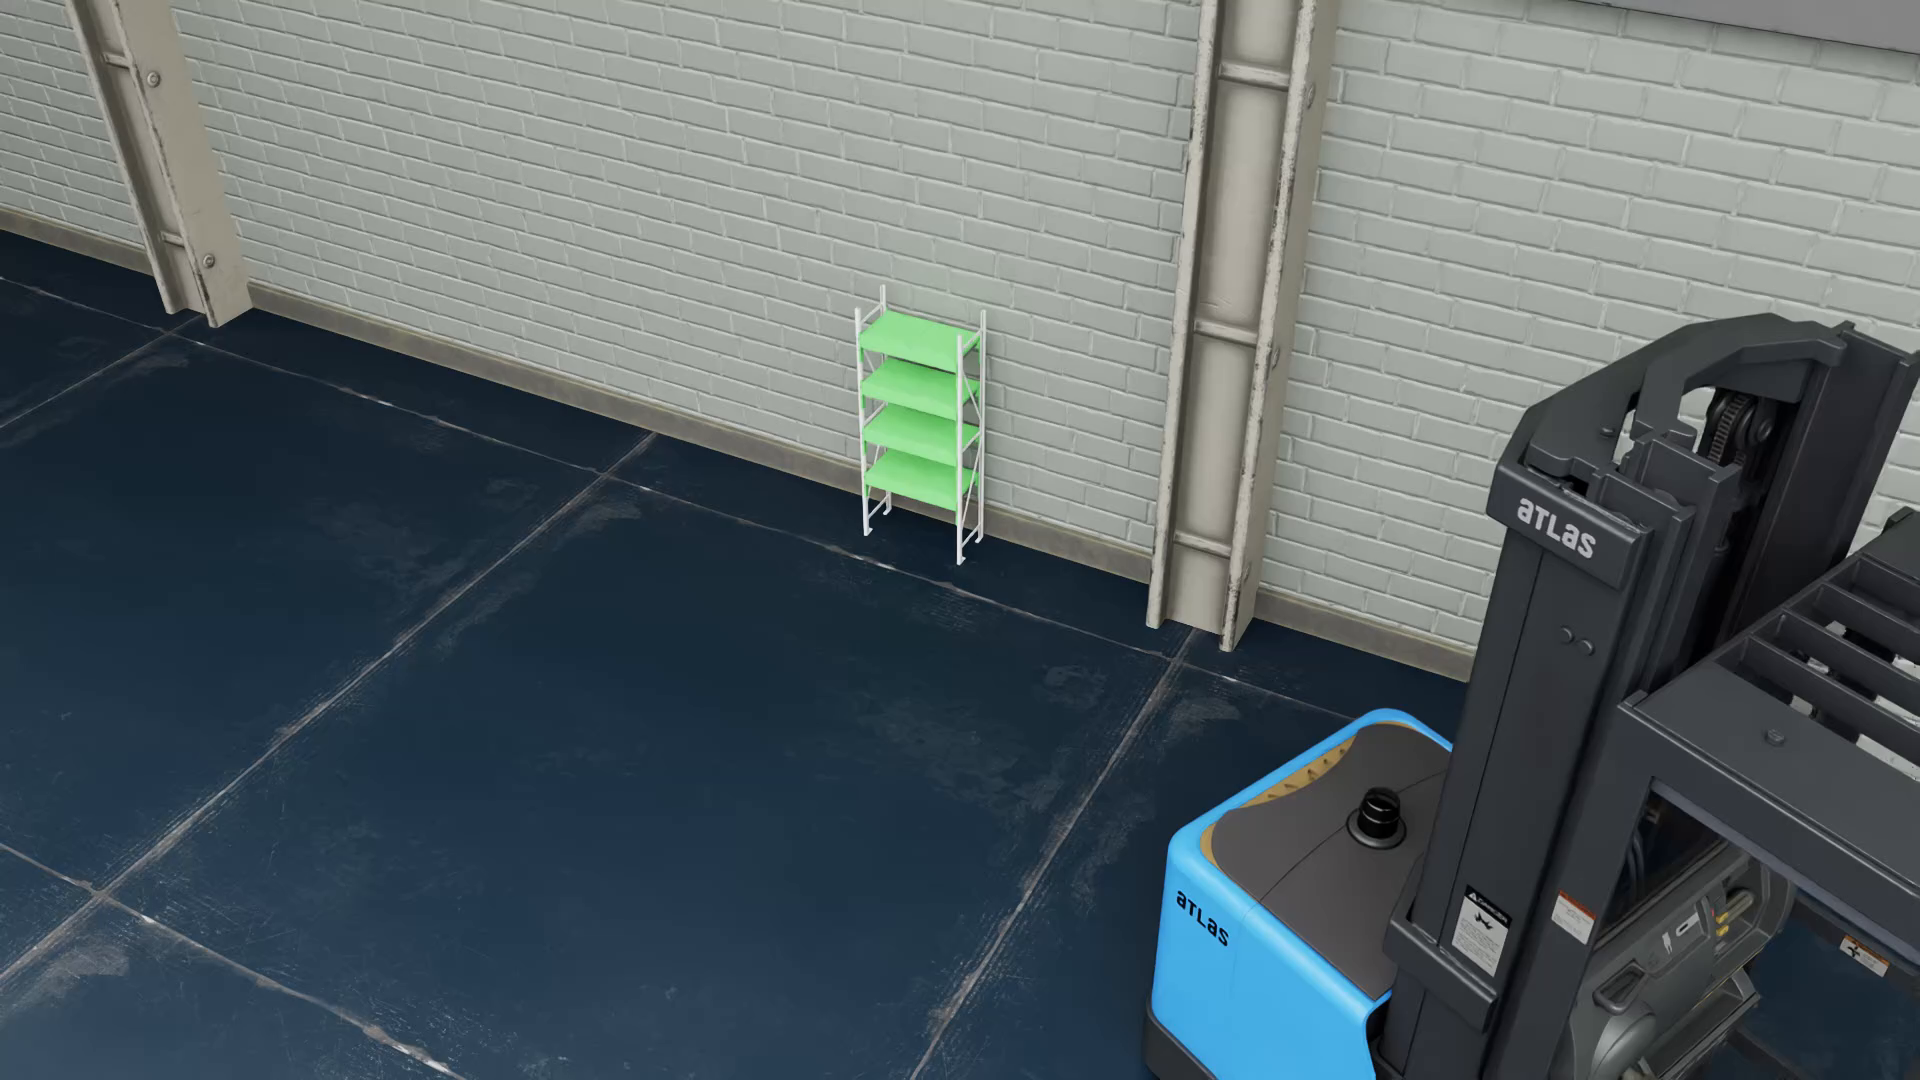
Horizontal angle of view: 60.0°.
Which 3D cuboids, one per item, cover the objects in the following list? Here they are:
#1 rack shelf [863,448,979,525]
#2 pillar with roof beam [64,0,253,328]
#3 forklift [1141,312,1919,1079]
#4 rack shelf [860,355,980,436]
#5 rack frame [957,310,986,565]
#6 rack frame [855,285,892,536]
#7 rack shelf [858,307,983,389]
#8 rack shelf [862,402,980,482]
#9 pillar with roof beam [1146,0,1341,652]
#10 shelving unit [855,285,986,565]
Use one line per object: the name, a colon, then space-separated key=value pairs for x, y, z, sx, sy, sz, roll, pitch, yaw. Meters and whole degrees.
rack shelf: x=-0.169 y=-0.255 z=7.595 sx=0.480 sy=0.148 sz=0.258 roll=17 pitch=40 yaw=21
pillar with roof beam: x=-6.252 y=-2.596 z=3.728 sx=0.400 sy=9.000 sz=9.100 roll=17 pitch=41 yaw=21
forklift: x=1.885 y=1.084 z=3.898 sx=1.130 sy=2.935 sz=3.031 roll=-25 pitch=44 yaw=-29
rack shelf: x=-0.168 y=-0.639 z=7.307 sx=0.480 sy=0.148 sz=0.258 roll=17 pitch=40 yaw=21
rack frame: x=0.049 y=-0.431 z=7.325 sx=0.015 sy=1.200 sz=0.240 roll=17 pitch=40 yaw=21
rack frame: x=-0.386 y=-0.565 z=7.500 sx=0.015 sy=1.200 sz=0.240 roll=17 pitch=40 yaw=21
rack shelf: x=-0.168 y=-0.830 z=7.162 sx=0.480 sy=0.148 sz=0.258 roll=17 pitch=40 yaw=21
rack shelf: x=-0.169 y=-0.447 z=7.451 sx=0.480 sy=0.148 sz=0.258 roll=17 pitch=40 yaw=21
pillar with roof beam: x=-0.924 y=-0.928 z=1.530 sx=0.400 sy=9.000 sz=9.100 roll=17 pitch=41 yaw=21
shelving unit: x=-0.169 y=-0.498 z=7.413 sx=0.503 sy=1.200 sz=0.258 roll=17 pitch=40 yaw=21
